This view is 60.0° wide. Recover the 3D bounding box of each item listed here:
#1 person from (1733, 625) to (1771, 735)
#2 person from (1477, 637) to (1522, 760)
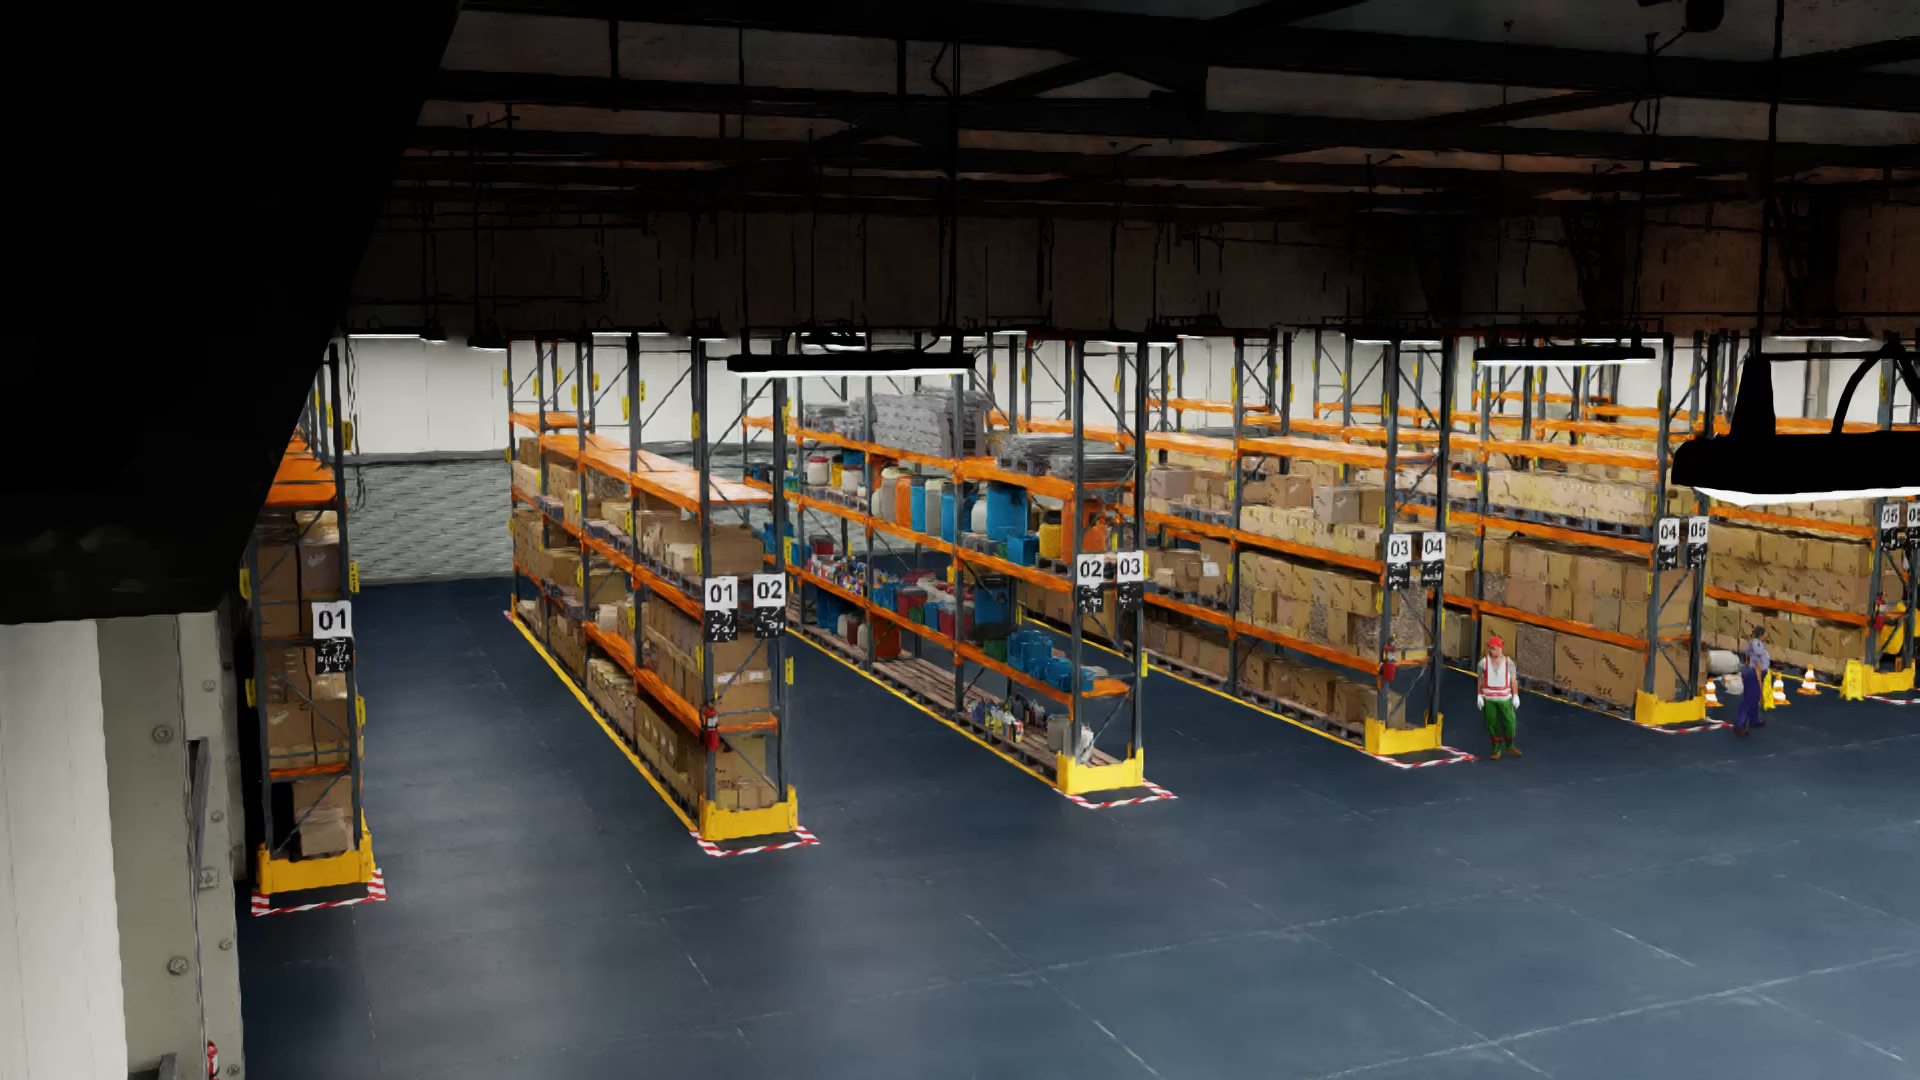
[{"bbox_3d":[12.048,2.090,25.227,0.563,1.637,0.731,2,8,14],"label":"person"},{"bbox_3d":[7.677,2.241,23.638,0.658,1.778,0.446,3,8,20],"label":"person"}]
